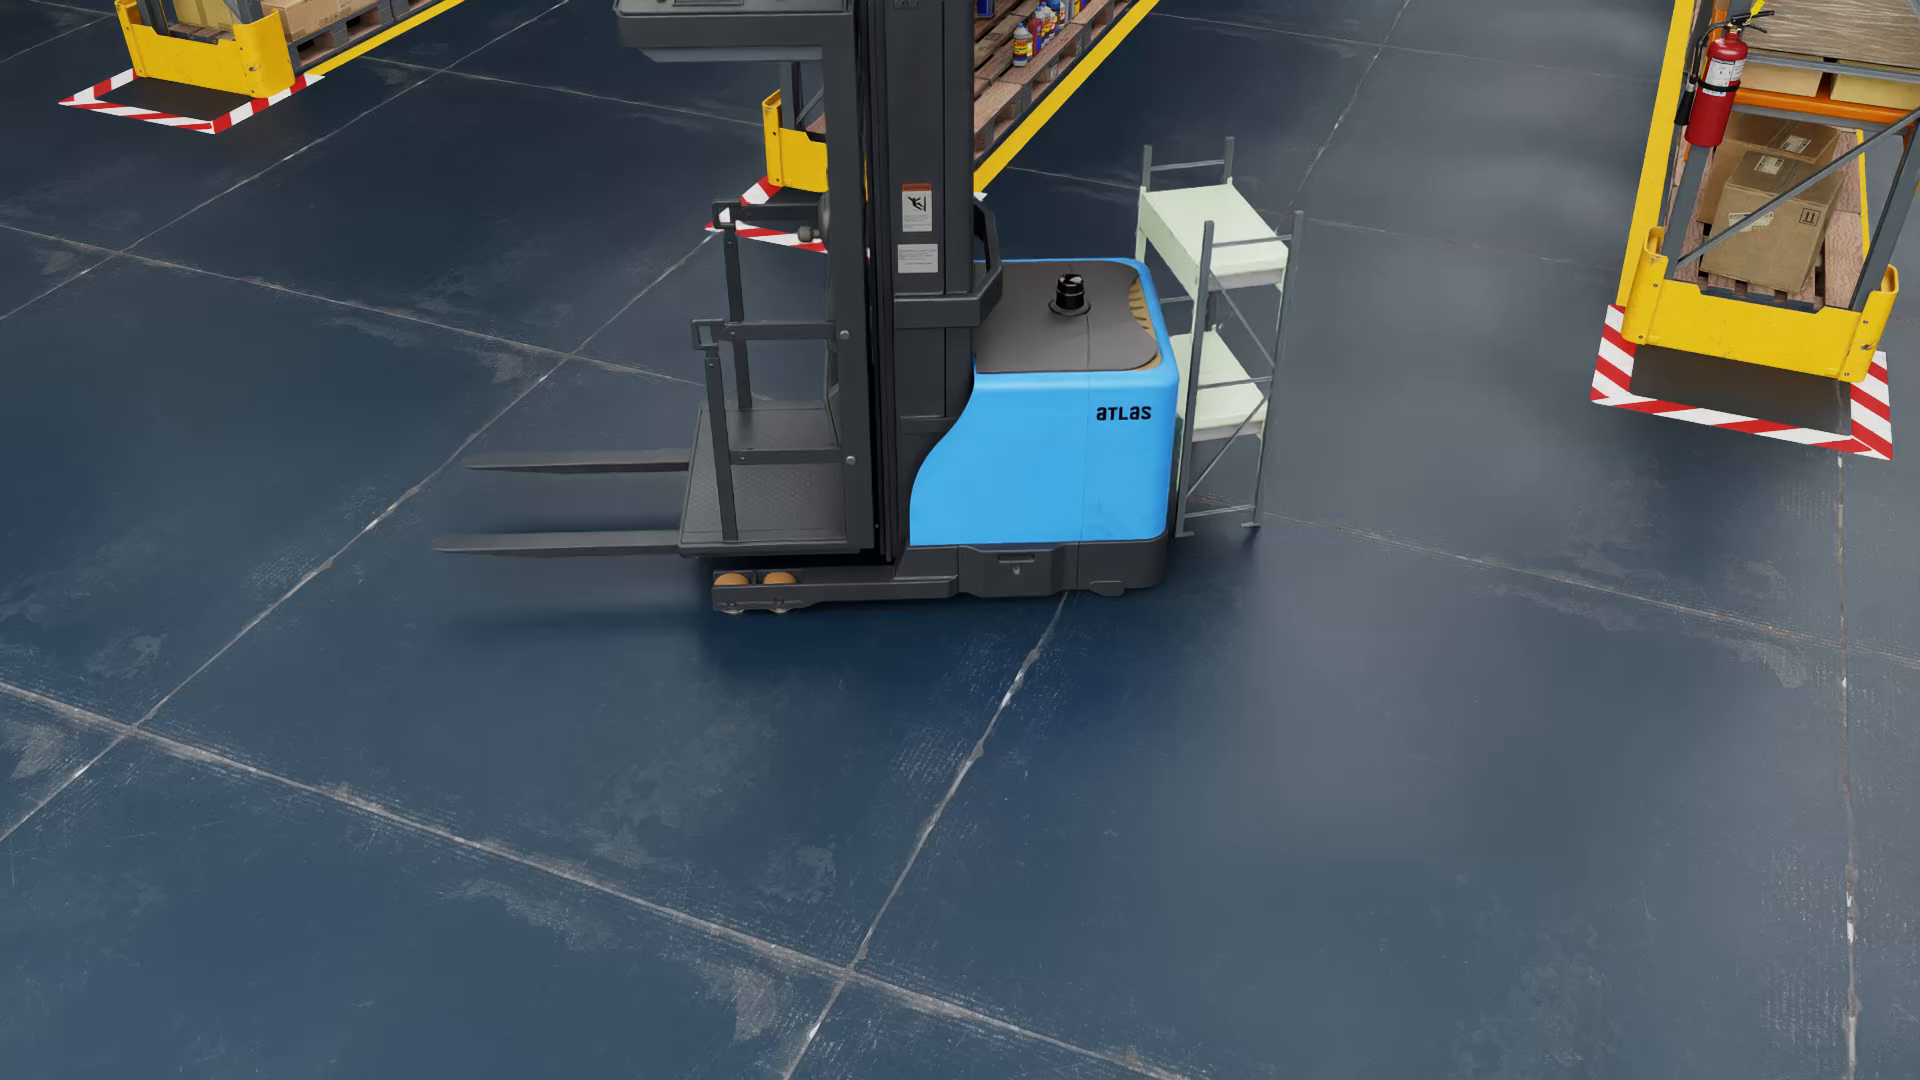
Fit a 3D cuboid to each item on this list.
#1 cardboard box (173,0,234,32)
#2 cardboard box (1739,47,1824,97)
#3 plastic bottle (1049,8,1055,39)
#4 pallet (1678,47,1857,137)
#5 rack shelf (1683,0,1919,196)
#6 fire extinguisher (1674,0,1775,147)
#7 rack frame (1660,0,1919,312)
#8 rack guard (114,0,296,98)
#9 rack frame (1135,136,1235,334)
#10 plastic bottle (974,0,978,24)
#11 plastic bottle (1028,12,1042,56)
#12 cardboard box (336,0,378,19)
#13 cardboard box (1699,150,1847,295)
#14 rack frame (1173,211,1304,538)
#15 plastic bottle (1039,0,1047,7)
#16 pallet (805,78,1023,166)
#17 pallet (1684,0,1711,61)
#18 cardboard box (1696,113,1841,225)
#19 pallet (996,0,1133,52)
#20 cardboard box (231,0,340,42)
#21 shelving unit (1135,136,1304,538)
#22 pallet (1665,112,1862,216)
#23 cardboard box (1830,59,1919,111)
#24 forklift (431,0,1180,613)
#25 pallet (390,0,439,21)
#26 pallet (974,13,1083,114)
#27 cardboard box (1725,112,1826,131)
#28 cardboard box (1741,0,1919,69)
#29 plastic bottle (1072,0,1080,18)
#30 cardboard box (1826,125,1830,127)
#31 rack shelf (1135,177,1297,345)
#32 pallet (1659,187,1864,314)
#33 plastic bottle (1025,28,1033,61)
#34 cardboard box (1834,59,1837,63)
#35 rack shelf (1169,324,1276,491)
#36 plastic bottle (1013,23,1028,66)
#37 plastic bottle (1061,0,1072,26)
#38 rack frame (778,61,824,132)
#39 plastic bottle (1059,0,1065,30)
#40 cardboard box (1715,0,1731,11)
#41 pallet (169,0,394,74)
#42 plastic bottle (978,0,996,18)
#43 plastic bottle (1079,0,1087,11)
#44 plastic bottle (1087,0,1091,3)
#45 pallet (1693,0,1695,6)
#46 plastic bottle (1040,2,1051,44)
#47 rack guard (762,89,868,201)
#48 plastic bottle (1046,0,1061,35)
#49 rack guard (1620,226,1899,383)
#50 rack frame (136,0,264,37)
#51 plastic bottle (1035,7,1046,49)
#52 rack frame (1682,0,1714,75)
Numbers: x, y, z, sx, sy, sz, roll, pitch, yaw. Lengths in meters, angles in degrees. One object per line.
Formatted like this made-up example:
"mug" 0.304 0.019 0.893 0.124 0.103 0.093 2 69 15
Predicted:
"cardboard box" -5.225 -3.850 11.842 0.500 0.250 0.500 14 39 18
"cardboard box" 3.922 -2.265 7.985 0.380 0.149 0.250 14 39 18
"plastic bottle" 0.608 -3.577 11.500 0.097 0.201 0.097 0 37 0
"pallet" 5.303 -2.879 10.925 1.003 0.211 1.213 14 39 18
"rack shelf" 4.765 -2.980 9.332 1.077 0.370 4.000 14 39 18
"fire extinguisher" 3.534 -2.171 7.714 0.296 0.674 0.183 14 39 18
"rack frame" 4.004 -2.161 7.635 1.000 3.000 0.127 14 39 18
"rack guard" -5.165 -3.405 11.388 1.175 0.500 0.348 14 39 18
"rack frame" 0.959 -1.070 7.428 0.400 1.500 0.023 -8 38 -11
"plastic bottle" 0.079 -3.760 11.745 0.097 0.201 0.097 0 37 0
"plastic bottle" 0.505 -3.431 11.236 0.061 0.283 0.133 14 39 18
"cardboard box" -4.559 -4.010 12.056 0.500 0.250 0.500 14 39 18
"cardboard box" 4.257 -1.670 8.715 0.500 0.500 0.500 21 42 26
"rack frame" 1.132 -0.644 6.858 0.400 1.500 0.023 -8 38 -11
"plastic bottle" 0.607 -3.819 11.756 0.061 0.283 0.133 14 39 18
"pallet" -0.277 -2.673 10.650 1.003 0.211 1.213 14 39 18
"pallet" 5.821 -3.690 12.010 1.003 0.211 1.213 14 39 18
"cardboard box" 4.453 -2.008 9.169 0.500 0.500 0.500 25 43 29
"pallet" 0.652 -4.024 12.458 1.003 0.211 1.213 14 39 18
"cardboard box" -4.746 -3.732 11.684 0.500 0.250 0.500 14 39 18
"shelving unit" 1.046 -0.857 7.143 0.431 1.500 0.755 -8 38 -11
"pallet" 4.841 -2.201 10.018 1.003 0.211 1.213 14 39 18
"cardboard box" 4.333 -2.164 7.849 0.380 0.149 0.250 14 39 18
"forklift" -0.676 -1.196 6.403 3.031 2.935 1.130 -1 37 -2
"pallet" -4.438 -4.409 12.972 1.003 0.211 1.213 14 39 18
"pallet" 0.189 -3.347 11.551 1.003 0.211 1.213 14 39 18
"cardboard box" 4.709 -2.351 9.627 0.500 0.500 0.500 18 40 22
"cardboard box" 4.239 -2.618 7.915 0.875 0.500 0.500 14 39 18
"plastic bottle" 0.771 -3.912 11.823 0.144 0.351 0.185 14 39 17
"cardboard box" 4.962 -2.649 10.026 0.500 0.500 0.500 11 38 14
"rack shelf" 1.047 -1.170 6.909 0.431 0.370 0.720 -8 38 -11
"pallet" 4.375 -1.528 9.117 1.003 0.211 1.213 14 39 18
"plastic bottle" 0.441 -3.334 11.176 0.097 0.201 0.097 0 37 0
"cardboard box" 4.446 -2.298 8.028 0.380 0.149 0.250 14 39 18
"rack shelf" 1.045 -0.596 7.338 0.431 0.370 0.720 -8 38 -11
"plastic bottle" 0.402 -3.305 11.078 0.097 0.271 0.097 0 37 0
"plastic bottle" 0.706 -3.792 11.726 0.152 0.276 0.135 15 39 19
"rack frame" -0.576 -3.289 9.145 1.000 3.000 0.127 14 39 18
"plastic bottle" 0.686 -3.691 11.652 0.097 0.201 0.097 0 37 0
"cardboard box" 4.318 -2.922 8.322 0.875 0.500 0.500 14 39 18
"pallet" -4.903 -3.735 12.071 1.003 0.211 1.213 14 39 18
"plastic bottle" 0.168 -3.877 11.839 0.152 0.276 0.135 14 39 18
"plastic bottle" 0.871 -3.964 11.949 0.061 0.283 0.133 16 40 21
"plastic bottle" 0.894 -4.090 12.062 0.144 0.351 0.185 12 38 15
"pallet" 6.284 -4.368 12.917 1.003 0.211 1.213 14 39 18
"plastic bottle" 0.570 -3.550 11.406 0.097 0.271 0.097 0 37 0
"rack guard" -0.591 -2.341 9.964 1.175 0.500 0.348 14 39 18
"plastic bottle" 0.647 -3.663 11.556 0.097 0.271 0.097 0 37 0
"rack guard" 4.033 -1.202 8.440 1.175 0.500 0.348 14 39 18
"rack frame" -5.156 -4.419 10.657 1.000 3.000 0.127 14 39 18
"plastic bottle" 0.532 -3.495 11.332 0.097 0.271 0.097 0 37 0
"rack frame" 5.526 -4.375 10.598 1.000 3.000 0.127 14 39 18
